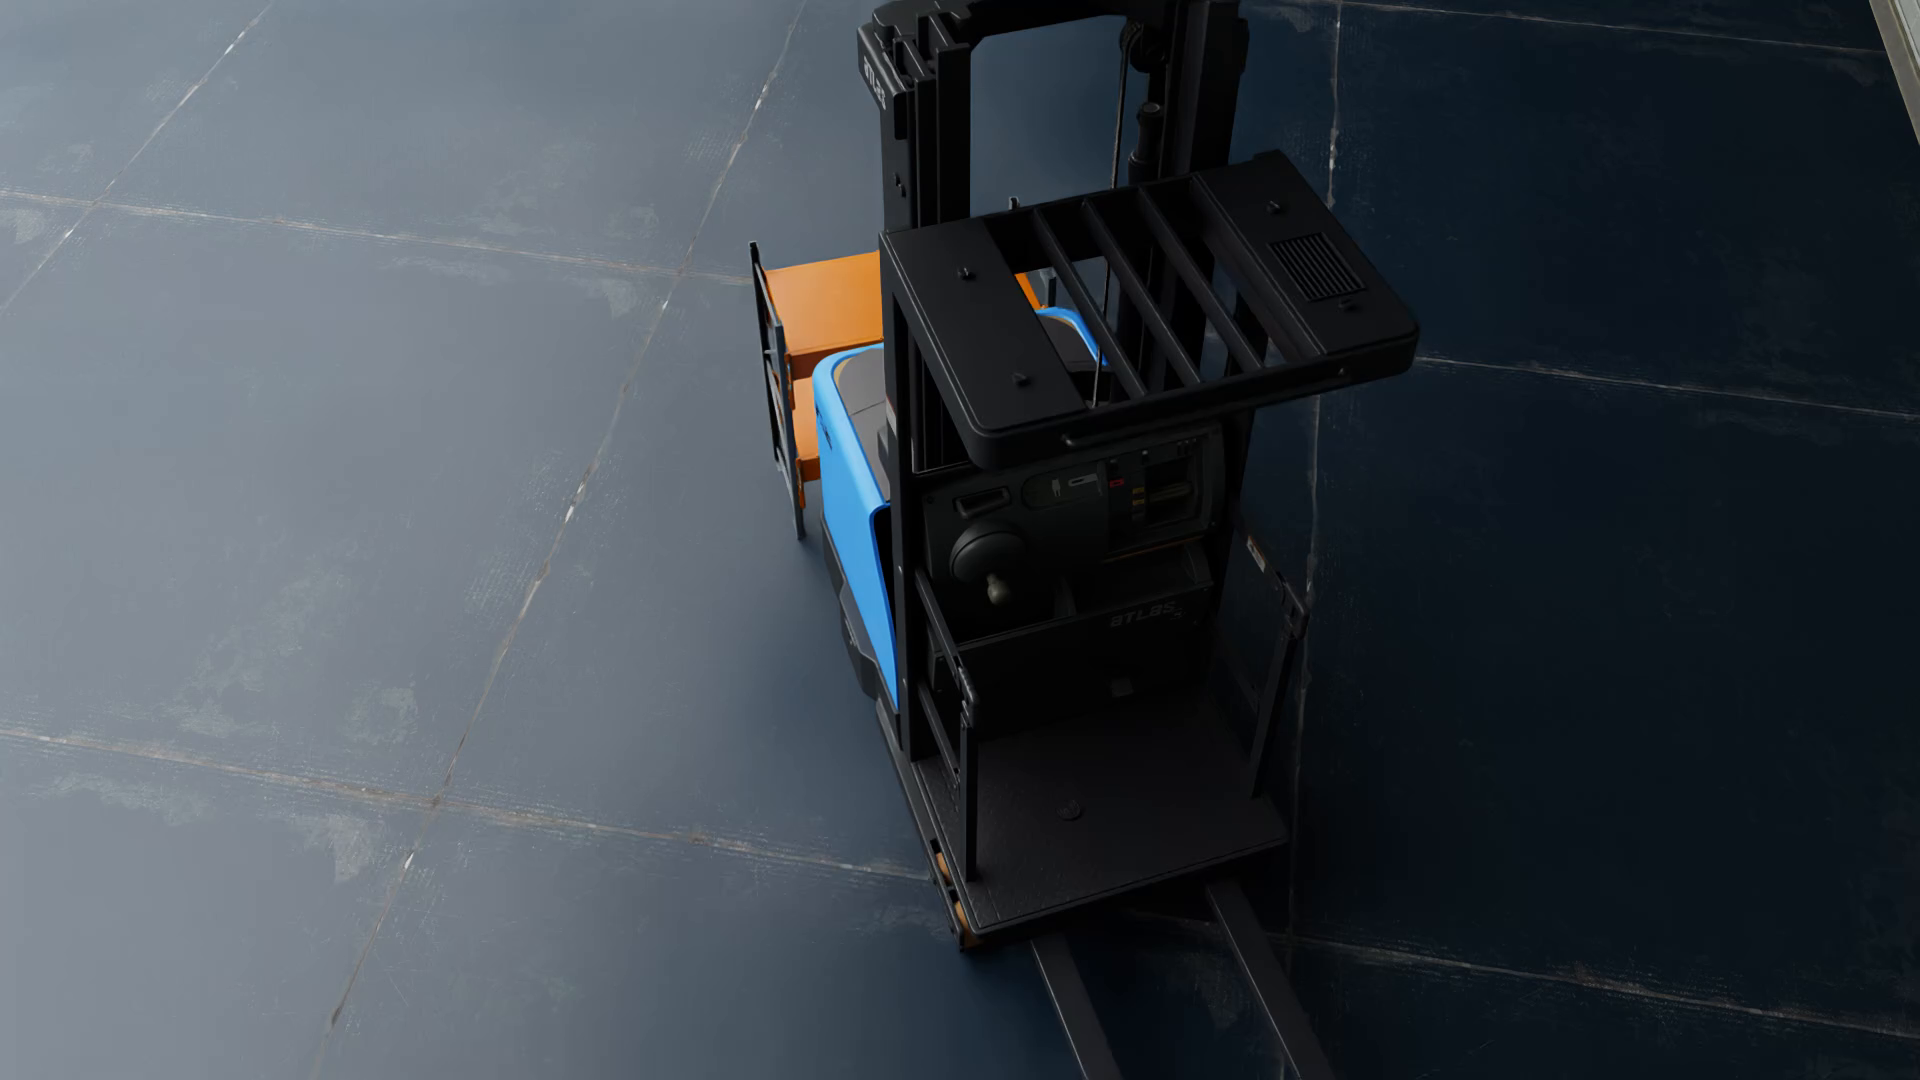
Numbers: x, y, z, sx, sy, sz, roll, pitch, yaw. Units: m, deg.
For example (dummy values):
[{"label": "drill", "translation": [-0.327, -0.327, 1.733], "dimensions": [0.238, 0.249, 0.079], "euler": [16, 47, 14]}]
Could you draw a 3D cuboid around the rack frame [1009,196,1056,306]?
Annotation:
[{"label": "rack frame", "translation": [0.270, -0.767, 6.655], "dimensions": [0.032, 1.125, 0.500], "euler": [-12, 49, -10]}]

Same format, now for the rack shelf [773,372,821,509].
[{"label": "rack shelf", "translation": [-0.219, -0.501, 6.745], "dimensions": [1.000, 0.278, 0.538], "euler": [-12, 49, -10]}]

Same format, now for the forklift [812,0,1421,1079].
[{"label": "forklift", "translation": [0.411, 0.020, 4.733], "dimensions": [1.130, 2.935, 3.031], "euler": [-14, 50, -12]}]

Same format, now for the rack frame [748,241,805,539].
[{"label": "rack frame", "translation": [-0.709, -0.562, 6.471], "dimensions": [0.032, 1.125, 0.500], "euler": [-12, 49, -10]}]

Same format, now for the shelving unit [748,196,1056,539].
[{"label": "shelving unit", "translation": [-0.219, -0.664, 6.563], "dimensions": [1.048, 1.125, 0.538], "euler": [-12, 49, -10]}]

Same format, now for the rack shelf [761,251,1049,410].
[{"label": "rack shelf", "translation": [-0.219, -0.860, 6.345], "dimensions": [1.000, 0.278, 0.538], "euler": [-12, 49, -10]}]
